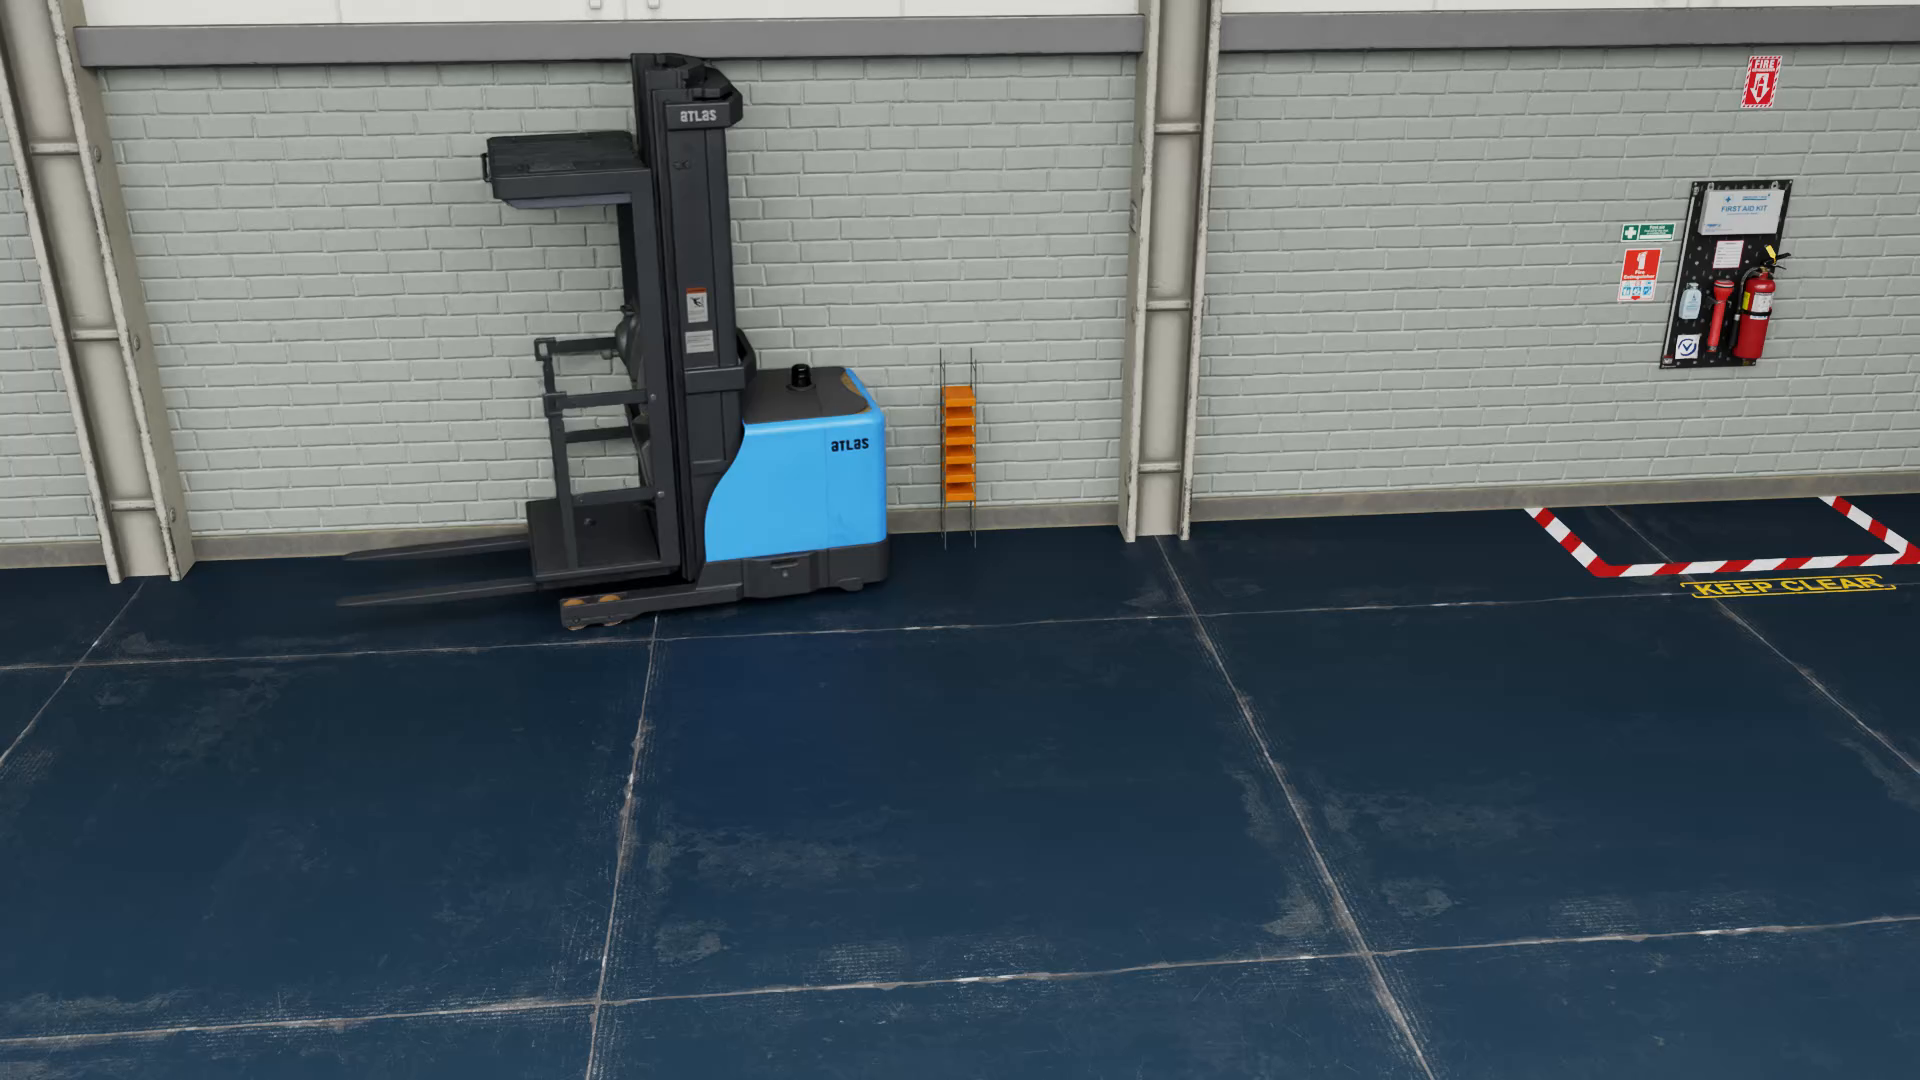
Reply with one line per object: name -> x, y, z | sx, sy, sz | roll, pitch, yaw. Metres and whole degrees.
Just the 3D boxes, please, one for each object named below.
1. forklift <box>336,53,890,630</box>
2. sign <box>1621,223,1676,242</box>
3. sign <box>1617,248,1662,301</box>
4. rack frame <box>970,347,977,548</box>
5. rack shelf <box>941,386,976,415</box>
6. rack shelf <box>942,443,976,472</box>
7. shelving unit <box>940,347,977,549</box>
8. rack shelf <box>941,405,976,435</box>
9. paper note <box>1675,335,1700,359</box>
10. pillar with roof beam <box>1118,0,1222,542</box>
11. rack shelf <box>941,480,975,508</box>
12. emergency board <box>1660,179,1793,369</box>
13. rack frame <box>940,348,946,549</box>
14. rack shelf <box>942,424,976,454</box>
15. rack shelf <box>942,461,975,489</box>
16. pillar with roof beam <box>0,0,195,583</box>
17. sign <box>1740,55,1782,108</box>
forklift -> -1.980, -1.083, 9.078 | 3.031, 2.935, 1.130 | -7, 25, -14
sign -> 4.156, -1.858, 10.042 | 0.331, 0.109, 0.001 | -2, 24, -5
sign -> 4.151, -1.620, 10.157 | 0.234, 0.329, 0.001 | -2, 24, -5
rack frame -> 0.079, -0.548, 10.007 | 0.006, 1.200, 0.240 | -3, 24, -6
rack shelf -> -0.011, -0.832, 9.869 | 0.180, 0.103, 0.258 | -3, 24, -6
rack shelf -> -0.011, -0.503, 10.015 | 0.180, 0.103, 0.258 | -3, 24, -6
shelving unit -> -0.011, -0.544, 9.997 | 0.189, 1.200, 0.258 | -3, 24, -6
rack shelf -> -0.011, -0.723, 9.917 | 0.180, 0.103, 0.258 | -3, 24, -6
paper note -> 4.528, -1.202, 10.346 | 0.142, 0.148, 0.016 | -2, 24, -5
pillar with roof beam -> 1.626, -2.429, 4.635 | 0.400, 9.000, 9.100 | -2, 24, -5
rack shelf -> -0.011, -0.284, 10.112 | 0.180, 0.103, 0.258 | -3, 24, -6
emergency board -> 4.711, -1.584, 10.120 | 0.643, 1.169, 0.194 | -2, 24, -5
rack frame -> -0.102, -0.540, 9.987 | 0.006, 1.200, 0.240 | -3, 24, -6
rack shelf -> -0.011, -0.613, 9.966 | 0.180, 0.103, 0.258 | -3, 24, -6
rack shelf -> -0.011, -0.394, 10.064 | 0.180, 0.103, 0.258 | -3, 24, -6
pillar with roof beam -> -4.345, -2.189, 4.096 | 0.400, 9.000, 9.100 | -2, 24, -5
sign -> 4.693, -2.683, 9.739 | 0.199, 0.298, 0.001 | -2, 24, -5
